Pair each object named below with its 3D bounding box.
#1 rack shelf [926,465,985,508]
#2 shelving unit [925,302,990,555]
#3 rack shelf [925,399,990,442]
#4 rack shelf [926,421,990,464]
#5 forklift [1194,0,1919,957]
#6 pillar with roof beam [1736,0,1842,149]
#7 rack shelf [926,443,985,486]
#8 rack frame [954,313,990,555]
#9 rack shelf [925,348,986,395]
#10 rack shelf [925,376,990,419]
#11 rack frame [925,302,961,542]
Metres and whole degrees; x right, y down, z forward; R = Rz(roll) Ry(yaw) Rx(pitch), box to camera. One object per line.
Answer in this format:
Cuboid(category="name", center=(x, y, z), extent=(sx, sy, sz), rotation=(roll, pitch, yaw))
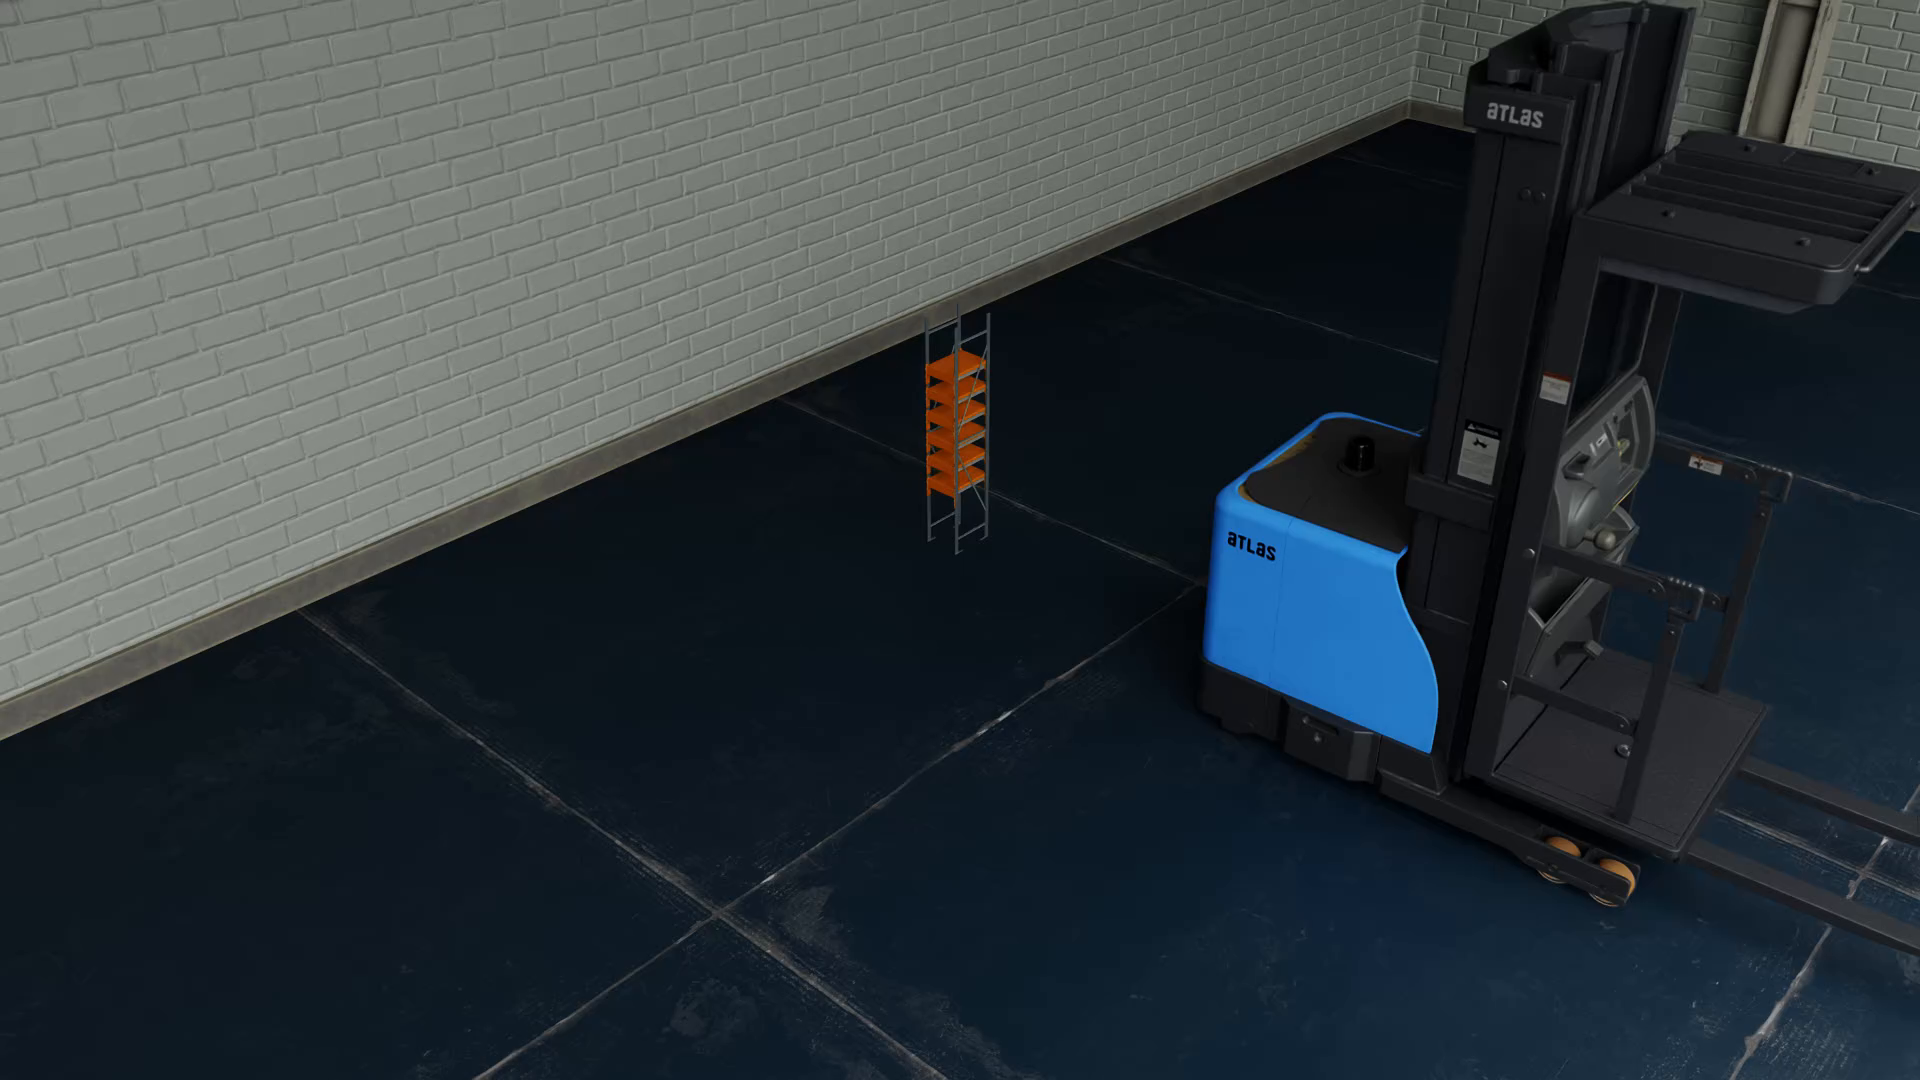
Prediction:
Cuboid(category="rack shelf", center=(-0.011, -0.275, 8.096), extent=(0.180, 0.103, 0.258), rotation=(25, 39, 35))
Cuboid(category="shelving unit", center=(-0.011, -0.519, 7.949), extent=(0.189, 1.200, 0.258), rotation=(25, 39, 35))
Cuboid(category="rack shelf", center=(-0.011, -0.584, 7.910), extent=(0.180, 0.103, 0.258), rotation=(25, 39, 35))
Cuboid(category="rack shelf", center=(-0.011, -0.481, 7.972), extent=(0.180, 0.103, 0.258), rotation=(25, 39, 35))
Cuboid(category="forklift", center=(2.451, -0.237, 5.803), extent=(3.031, 2.935, 1.130), rotation=(22, 38, 32))
Cuboid(category="pillar with roof beam", center=(3.070, -4.752, 7.418), extent=(0.400, 9.000, 9.100), rotation=(25, 39, 35))
Cuboid(category="rack shelf", center=(-0.011, -0.378, 8.034), extent=(0.180, 0.103, 0.258), rotation=(25, 39, 35))
Cuboid(category="rack frame", center=(0.057, -0.487, 7.896), extent=(0.006, 1.200, 0.240), rotation=(25, 39, 35))
Cuboid(category="rack shelf", center=(-0.011, -0.789, 7.786), extent=(0.180, 0.103, 0.258), rotation=(25, 39, 35))
Cuboid(category="rack shelf", center=(-0.011, -0.687, 7.848), extent=(0.180, 0.103, 0.258), rotation=(25, 39, 35))
Cuboid(category="rack frame", center=(-0.079, -0.551, 8.001), extent=(0.006, 1.200, 0.240), rotation=(25, 39, 35))
